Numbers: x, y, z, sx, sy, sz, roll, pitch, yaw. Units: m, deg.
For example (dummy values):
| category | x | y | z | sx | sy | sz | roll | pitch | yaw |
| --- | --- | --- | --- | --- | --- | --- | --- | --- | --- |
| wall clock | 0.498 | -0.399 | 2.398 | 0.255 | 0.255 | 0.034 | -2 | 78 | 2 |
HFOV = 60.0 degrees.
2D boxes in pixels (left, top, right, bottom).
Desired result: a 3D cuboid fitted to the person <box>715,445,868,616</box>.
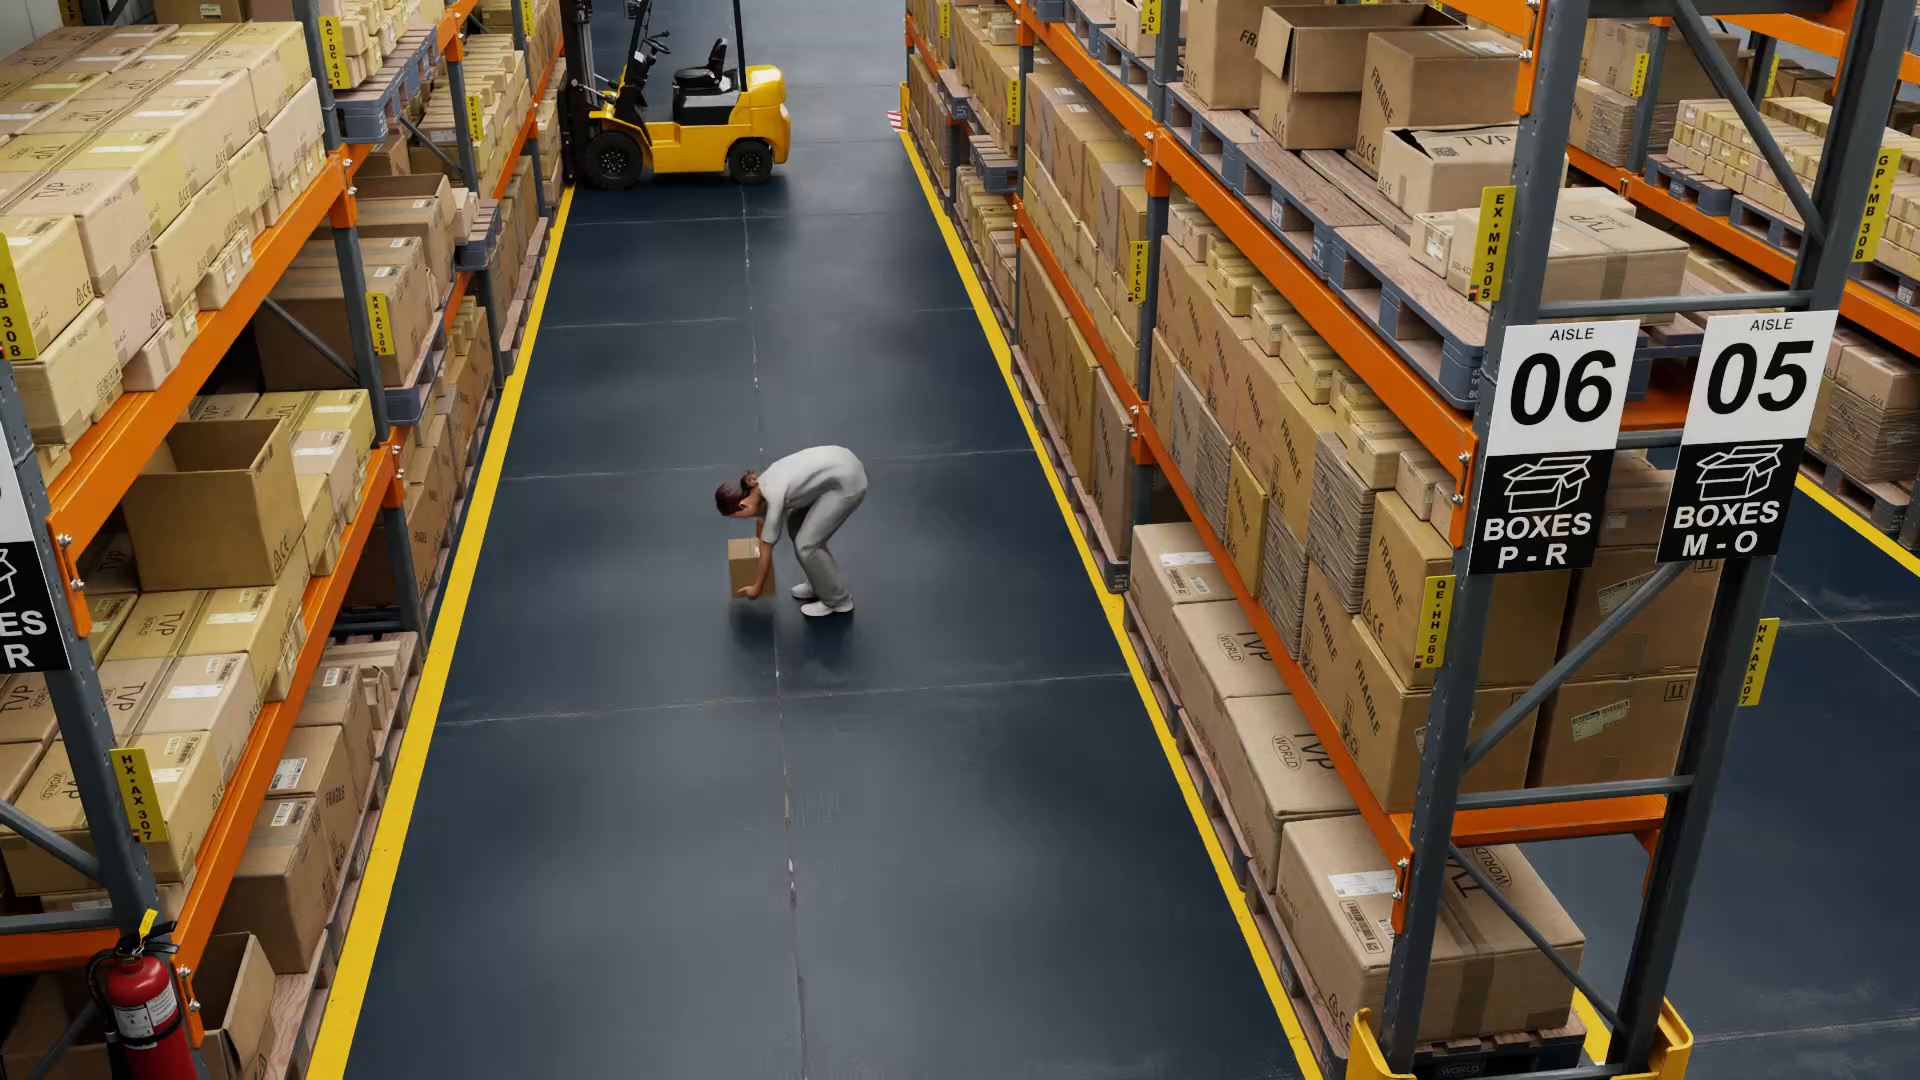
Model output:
| category | x | y | z | sx | sy | sz | roll | pitch | yaw |
| --- | --- | --- | --- | --- | --- | --- | --- | --- | --- |
| person | -0.949 | -0.047 | 9.488 | 0.858 | 0.962 | 0.451 | -5 | 28 | -9 |
